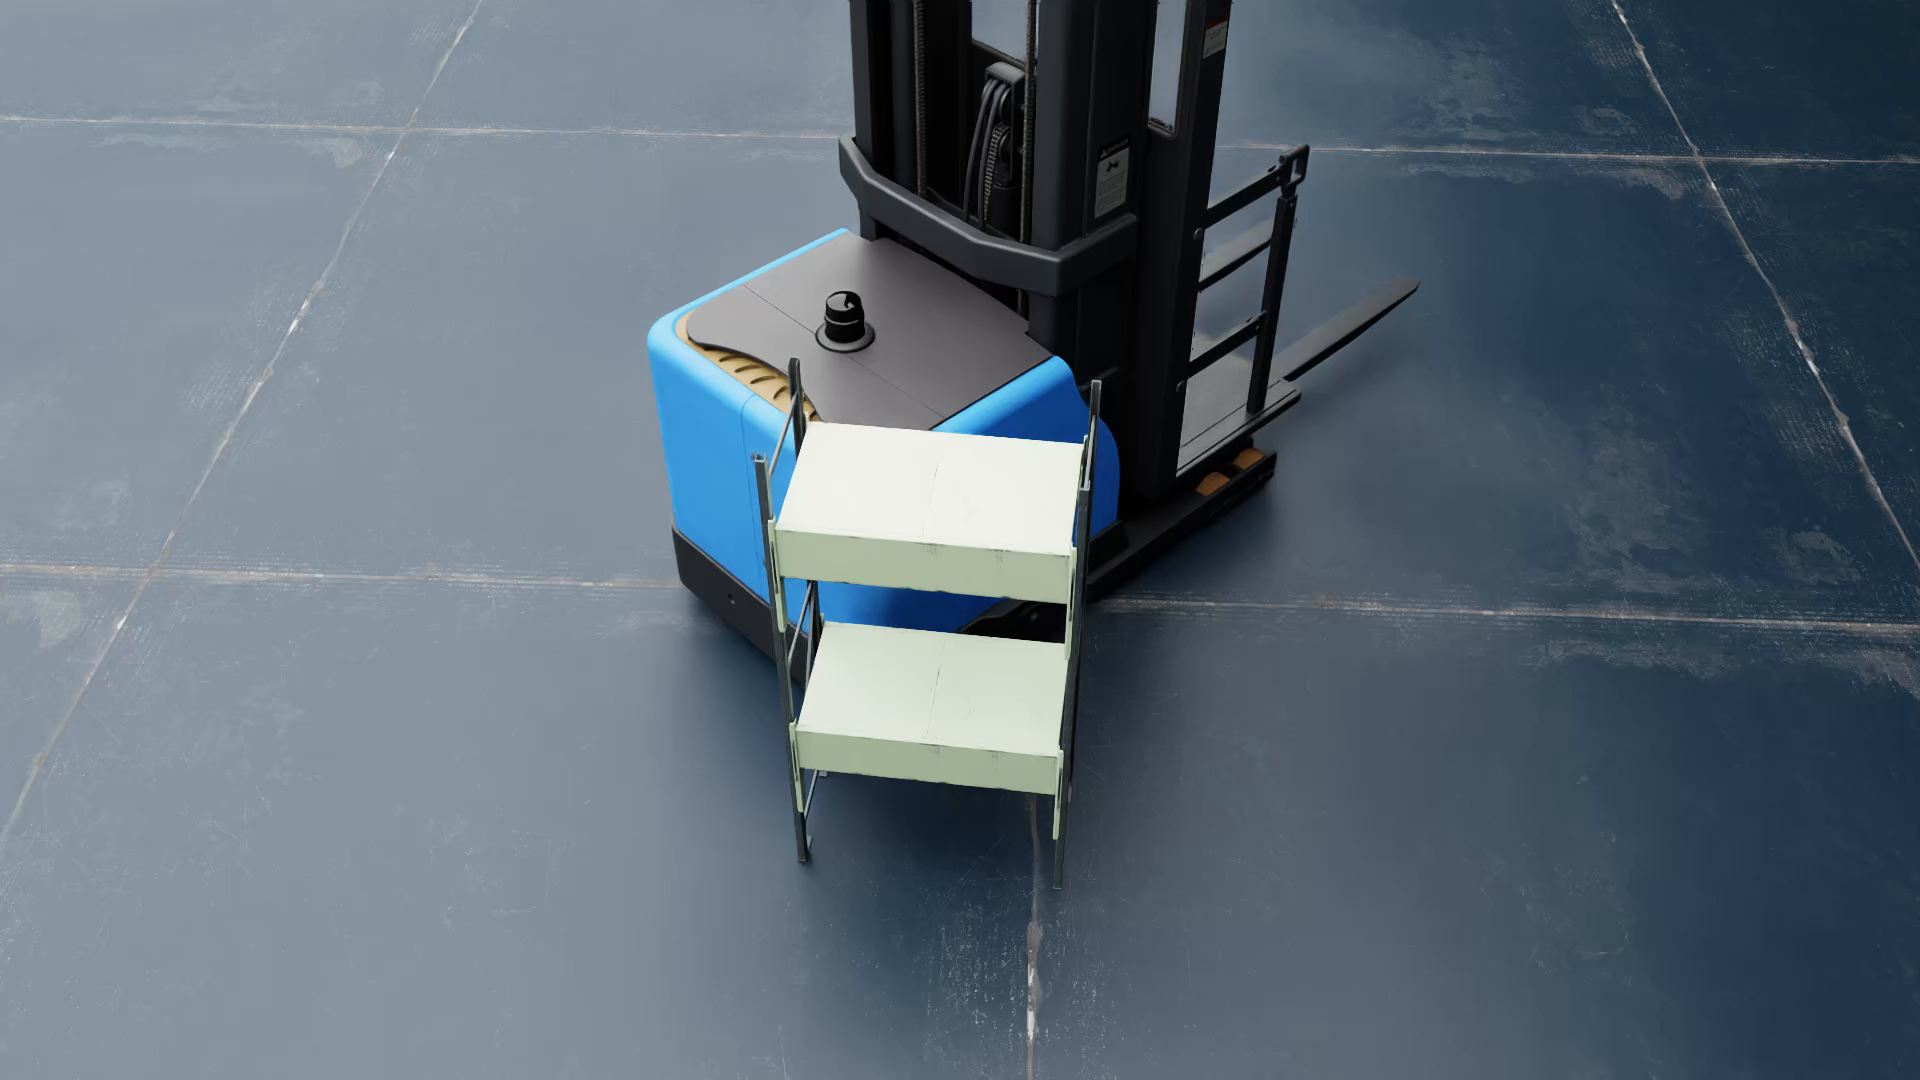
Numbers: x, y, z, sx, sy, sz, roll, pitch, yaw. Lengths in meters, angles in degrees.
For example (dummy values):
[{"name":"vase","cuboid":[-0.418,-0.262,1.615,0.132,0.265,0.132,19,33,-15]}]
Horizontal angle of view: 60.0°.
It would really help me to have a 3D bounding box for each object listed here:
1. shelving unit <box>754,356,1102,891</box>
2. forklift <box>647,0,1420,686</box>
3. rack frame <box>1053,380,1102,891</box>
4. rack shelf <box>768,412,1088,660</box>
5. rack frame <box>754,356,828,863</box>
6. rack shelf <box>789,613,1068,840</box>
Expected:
[{"name":"shelving unit","cuboid":[-0.063,0.271,4.359,0.755,1.500,0.431,5,43,5]},{"name":"forklift","cuboid":[0.479,-1.374,5.074,3.031,2.935,1.130,-33,52,-30]},{"name":"rack frame","cuboid":[0.300,0.304,4.324,0.023,1.500,0.400,5,43,5]},{"name":"rack shelf","cuboid":[-0.063,-0.015,4.093,0.720,0.370,0.431,5,43,5]},{"name":"rack frame","cuboid":[-0.426,0.238,4.394,0.023,1.500,0.400,5,43,5]},{"name":"rack shelf","cuboid":[-0.063,0.510,4.581,0.720,0.370,0.431,5,43,5]}]
